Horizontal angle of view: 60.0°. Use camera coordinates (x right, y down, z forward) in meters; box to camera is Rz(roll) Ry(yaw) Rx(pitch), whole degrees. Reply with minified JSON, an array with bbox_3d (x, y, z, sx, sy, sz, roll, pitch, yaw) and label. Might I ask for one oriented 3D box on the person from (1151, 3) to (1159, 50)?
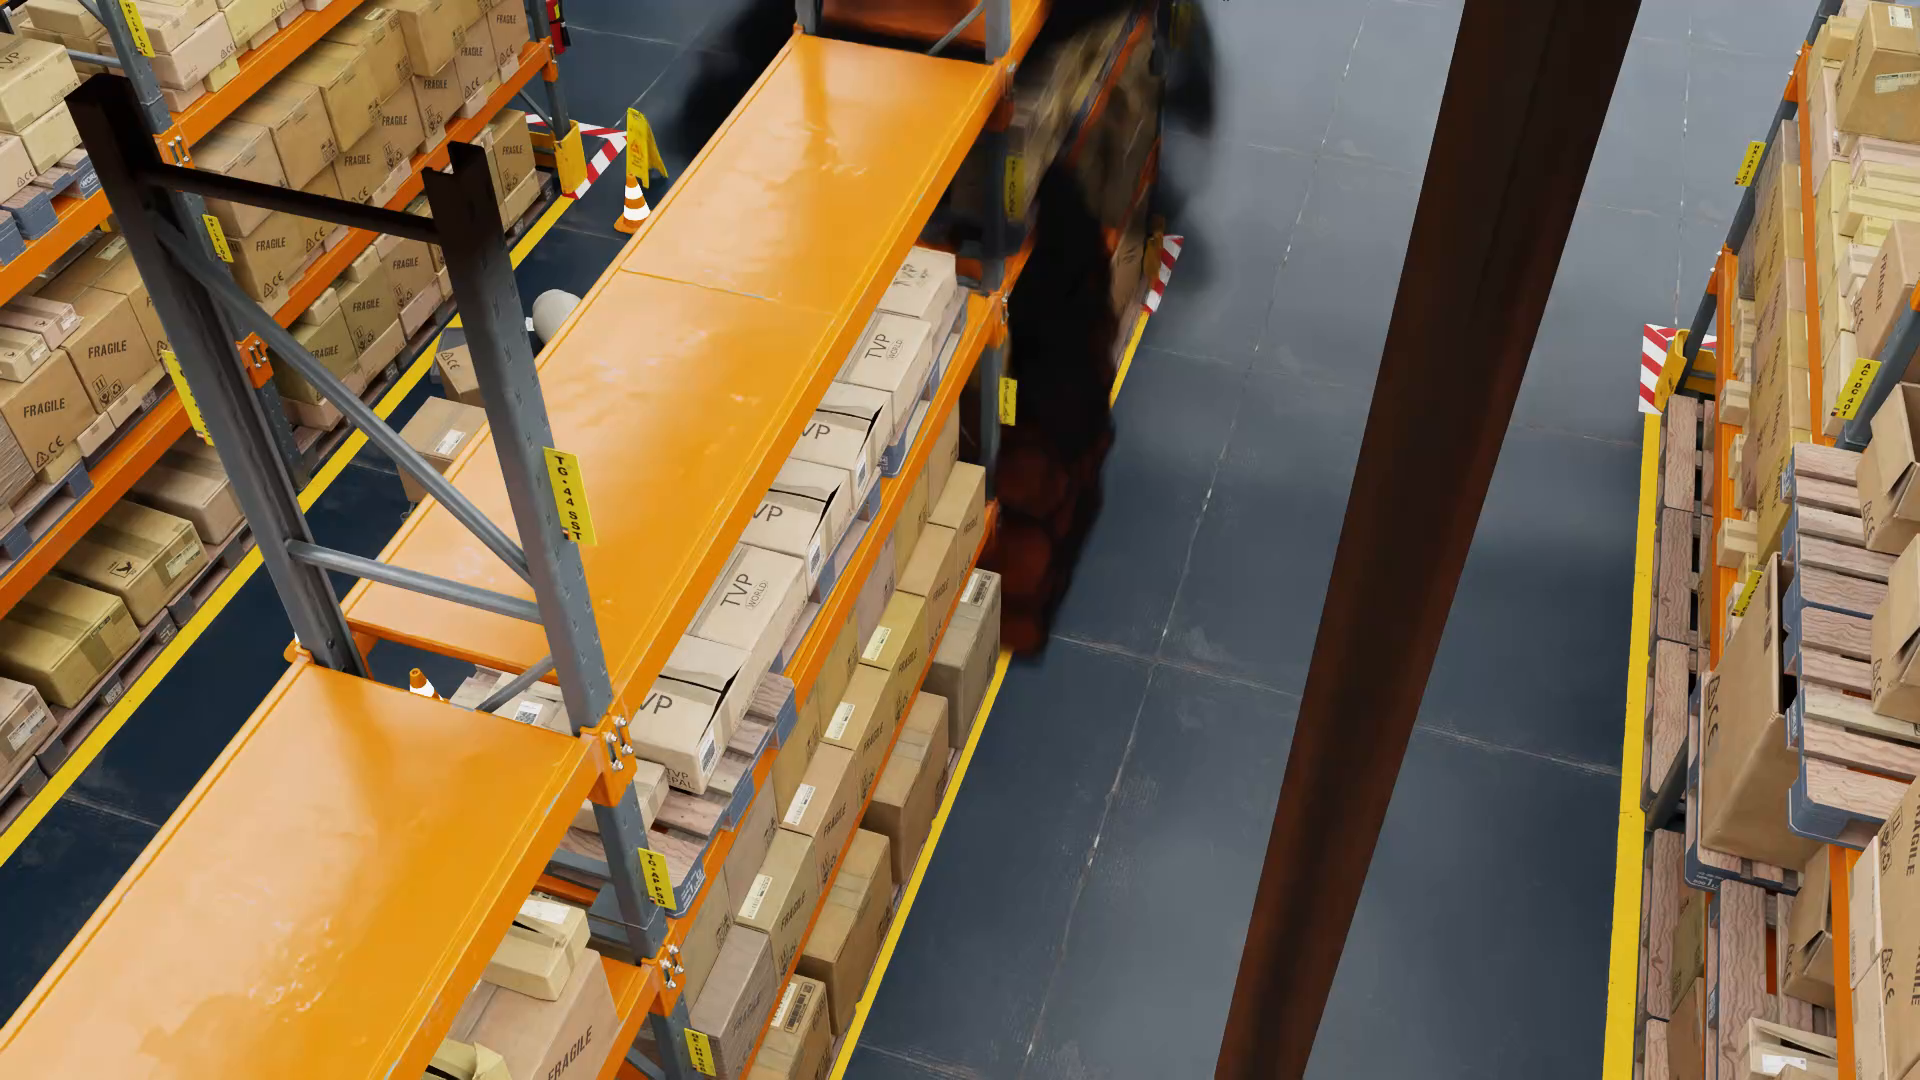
[{"bbox_3d":[1.756,-5.321,15.182,0.630,1.662,0.784,-21,49,-19],"label":"person"}]
